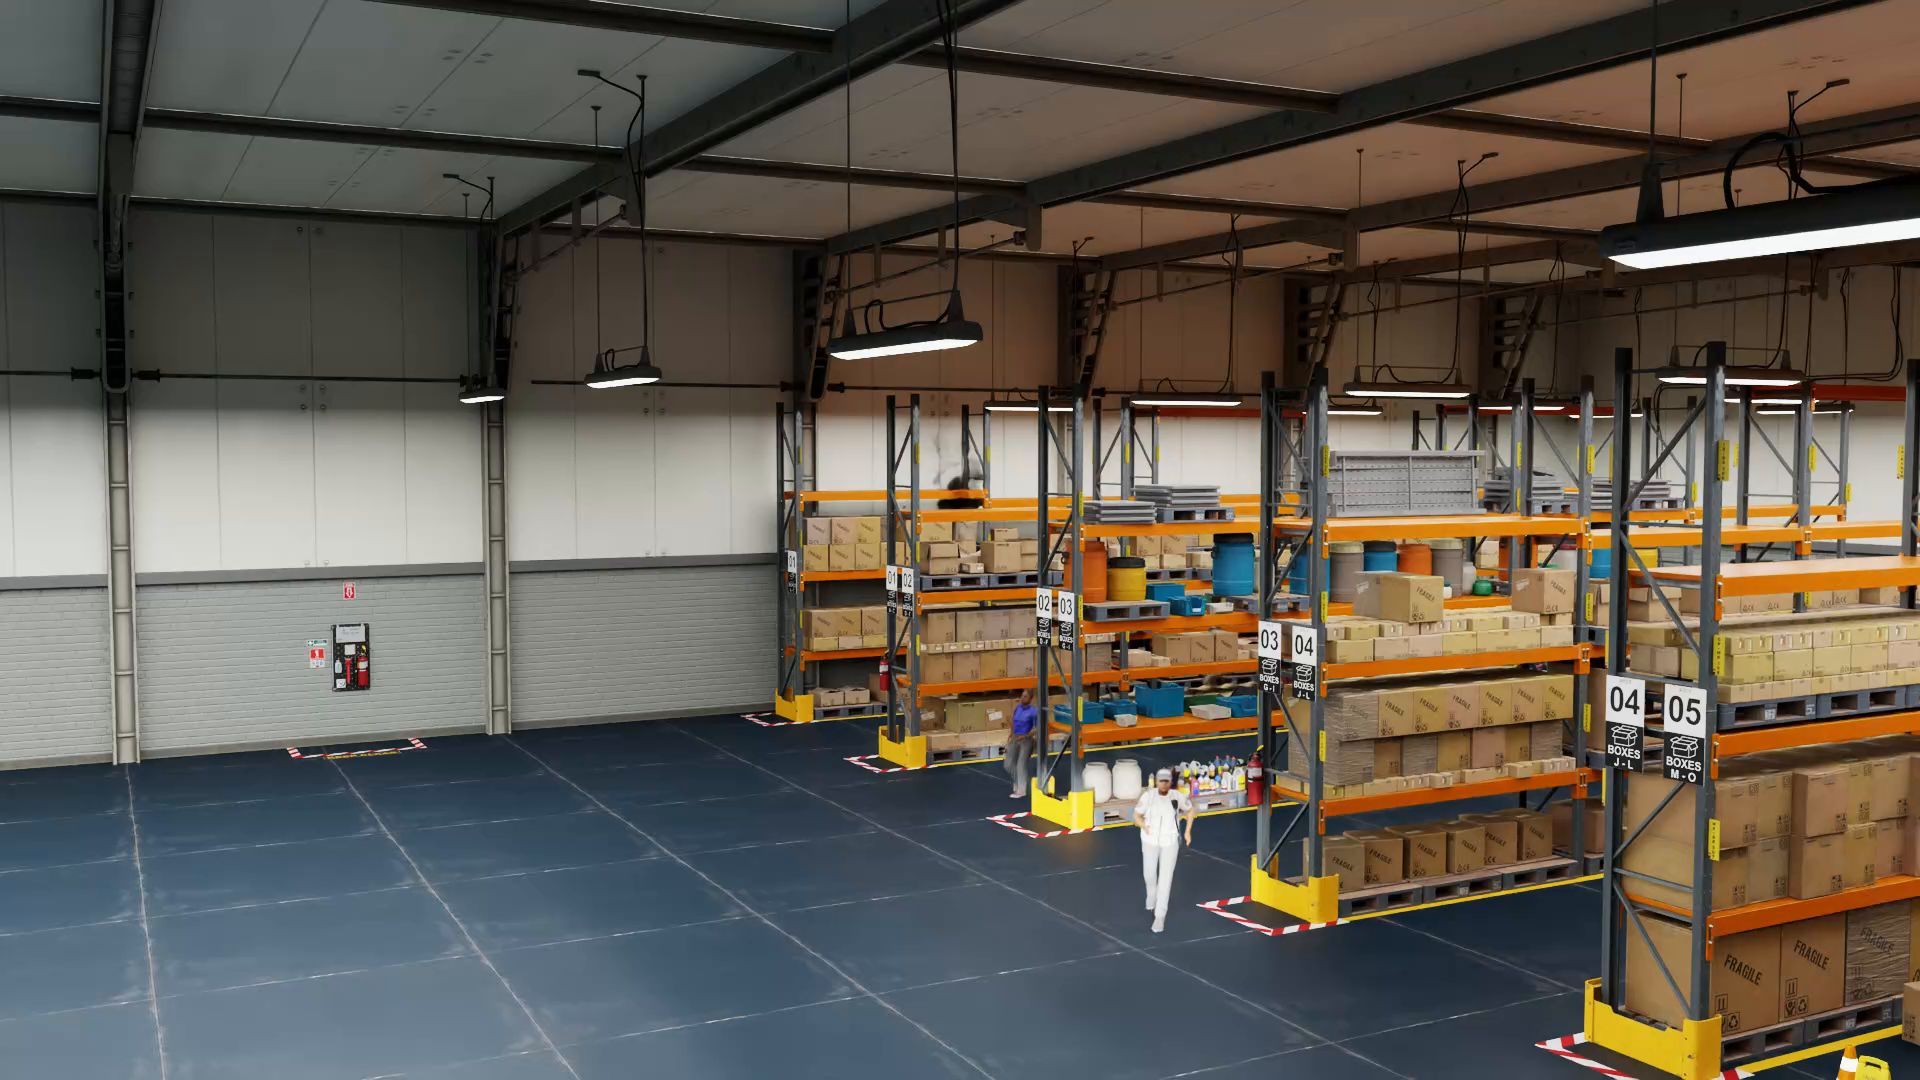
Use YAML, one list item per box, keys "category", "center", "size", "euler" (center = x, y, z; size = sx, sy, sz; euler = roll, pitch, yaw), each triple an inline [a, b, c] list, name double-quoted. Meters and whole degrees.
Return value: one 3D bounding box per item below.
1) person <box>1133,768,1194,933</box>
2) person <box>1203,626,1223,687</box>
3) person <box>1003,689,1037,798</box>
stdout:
- category: "person"
  center: [2.197, 3.300, 18.017]
  size: [0.644, 1.672, 0.960]
  euler: [1, 3, 13]
- category: "person"
  center: [4.869, 2.509, 32.129]
  size: [0.693, 1.761, 0.654]
  euler: [-2, 4, -27]
- category: "person"
  center: [0.917, 3.029, 24.386]
  size: [0.593, 1.524, 0.491]
  euler: [2, 4, 36]
